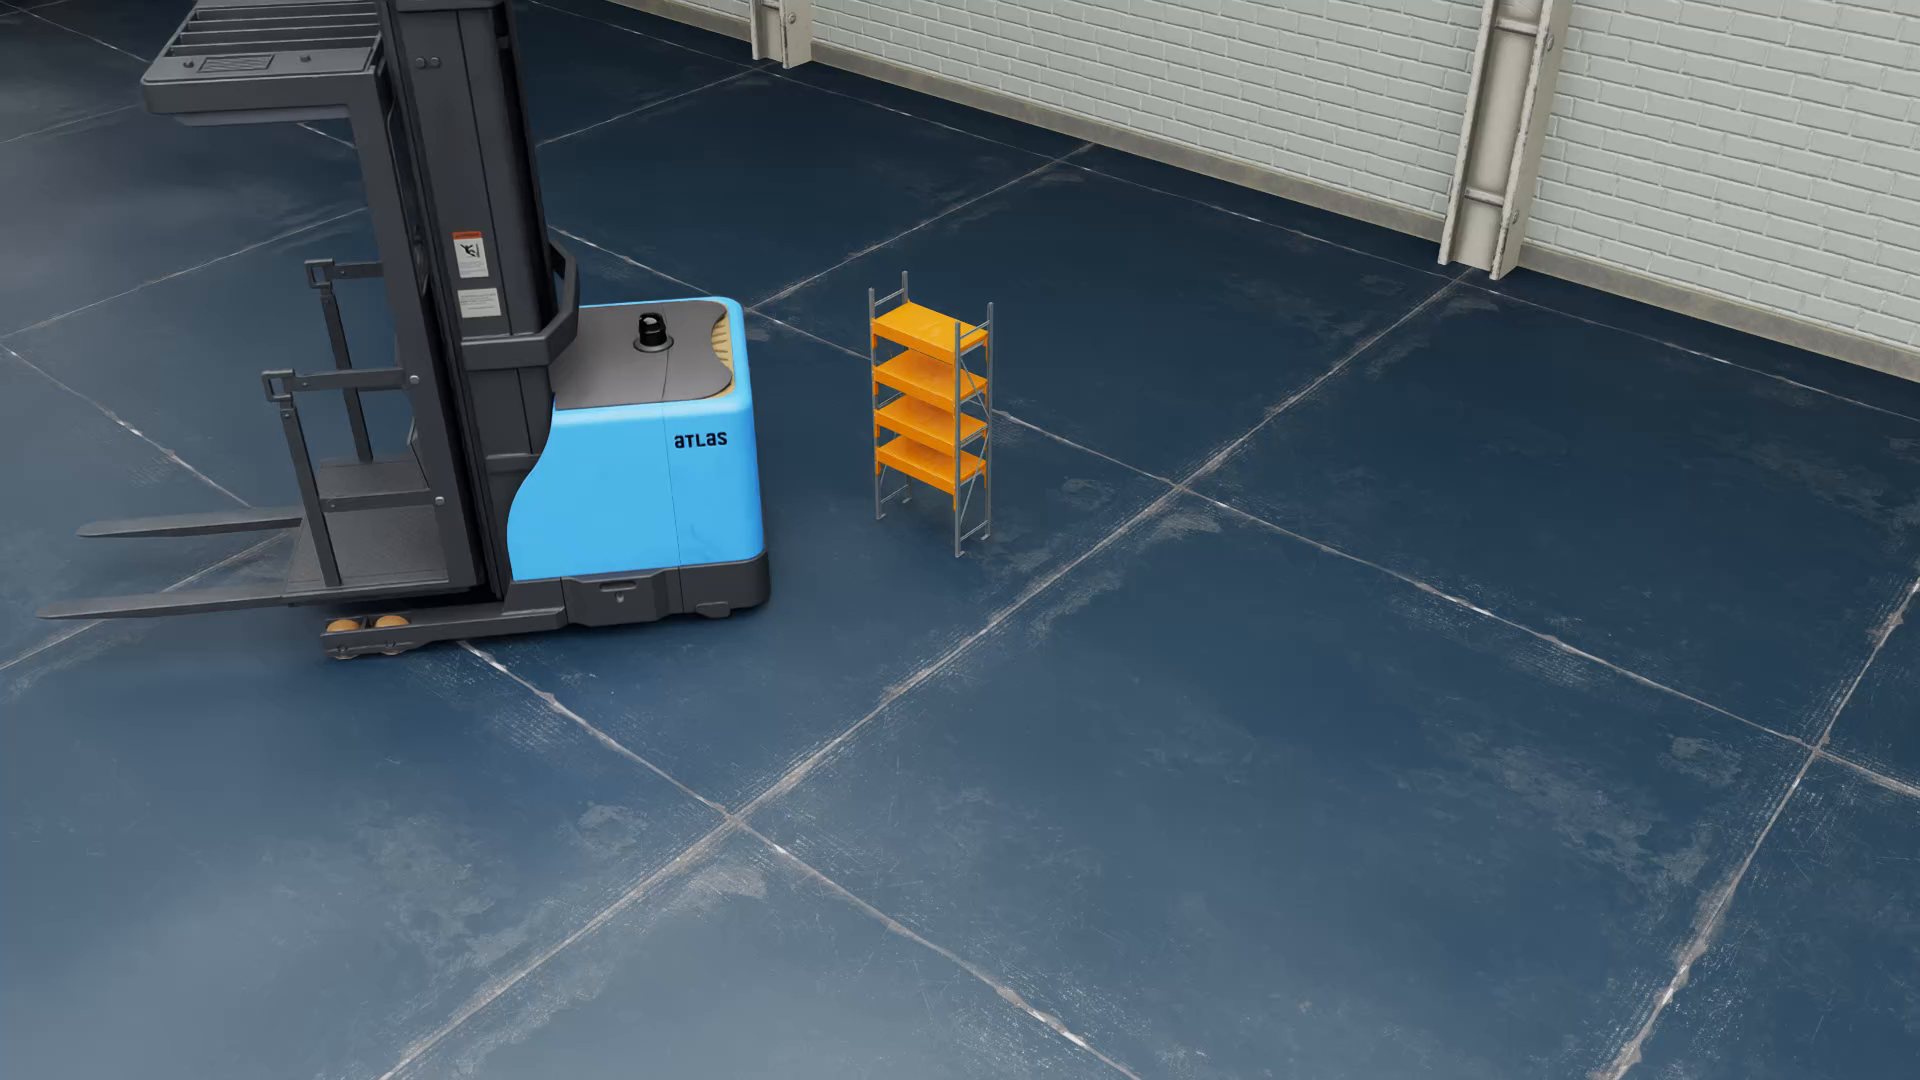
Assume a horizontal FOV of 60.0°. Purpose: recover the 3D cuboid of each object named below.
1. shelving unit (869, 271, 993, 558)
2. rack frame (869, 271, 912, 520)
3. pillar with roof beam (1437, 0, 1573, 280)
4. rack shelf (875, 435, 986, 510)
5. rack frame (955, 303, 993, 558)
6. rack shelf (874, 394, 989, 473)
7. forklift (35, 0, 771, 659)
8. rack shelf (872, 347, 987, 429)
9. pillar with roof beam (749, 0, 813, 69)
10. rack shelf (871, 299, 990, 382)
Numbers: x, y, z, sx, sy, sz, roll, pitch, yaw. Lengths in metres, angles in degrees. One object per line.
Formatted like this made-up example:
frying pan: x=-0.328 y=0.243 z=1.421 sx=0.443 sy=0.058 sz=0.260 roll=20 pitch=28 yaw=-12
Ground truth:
shelving unit: x=-0.127 y=-0.555 z=7.498 sx=0.503 sy=1.200 sz=0.258 roll=25 pitch=42 yaw=32
rack frame: x=-0.315 y=-0.643 z=7.626 sx=0.015 sy=1.200 sz=0.240 roll=25 pitch=42 yaw=32
pillar with roof beam: x=0.433 y=-3.540 z=4.956 sx=0.400 sy=9.000 sz=9.100 roll=25 pitch=42 yaw=32
rack shelf: x=-0.127 y=-0.335 z=7.648 sx=0.480 sy=0.148 sz=0.258 roll=25 pitch=42 yaw=32
rack frame: x=0.060 y=-0.466 z=7.369 sx=0.015 sy=1.200 sz=0.240 roll=25 pitch=42 yaw=32
rack shelf: x=-0.127 y=-0.499 z=7.536 sx=0.480 sy=0.148 sz=0.258 roll=25 pitch=42 yaw=32
forklift: x=-2.393 y=-1.028 z=6.657 sx=3.031 sy=2.935 sz=1.130 roll=-5 pitch=35 yaw=-7
rack shelf: x=-0.127 y=-0.683 z=7.409 sx=0.480 sy=0.148 sz=0.258 roll=25 pitch=42 yaw=32
pillar with roof beam: x=-4.178 y=-5.714 z=8.121 sx=0.400 sy=9.000 sz=9.100 roll=25 pitch=42 yaw=32
rack shelf: x=-0.127 y=-0.878 z=7.275 sx=0.480 sy=0.148 sz=0.258 roll=25 pitch=42 yaw=32
